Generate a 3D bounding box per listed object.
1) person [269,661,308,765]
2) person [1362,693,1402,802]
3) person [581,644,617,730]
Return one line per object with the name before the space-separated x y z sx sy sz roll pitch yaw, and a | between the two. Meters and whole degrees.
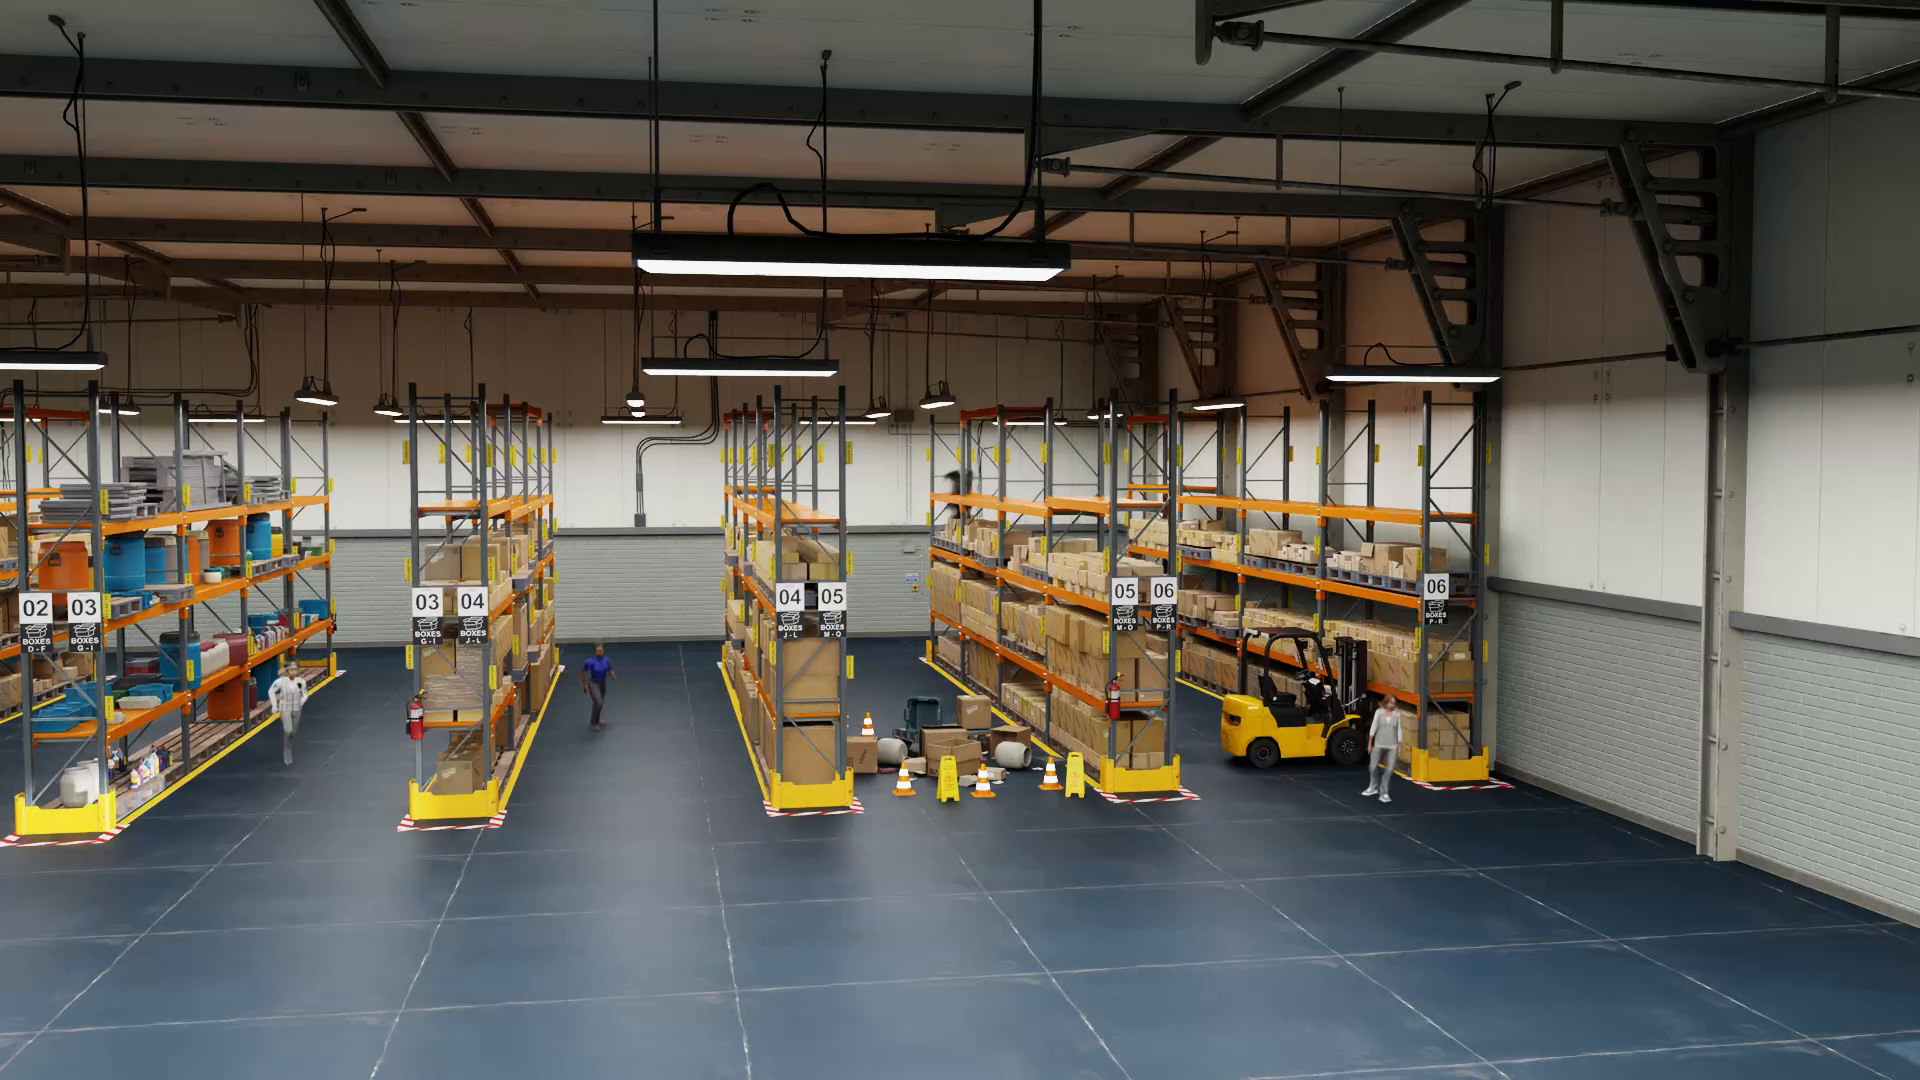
person | -10.919 2.807 27.086 0.559 1.697 0.792 -2 4 -39
person | 6.111 2.999 24.064 0.543 1.566 0.434 0 3 7
person | -6.597 2.709 30.504 0.815 1.618 0.610 2 3 33
